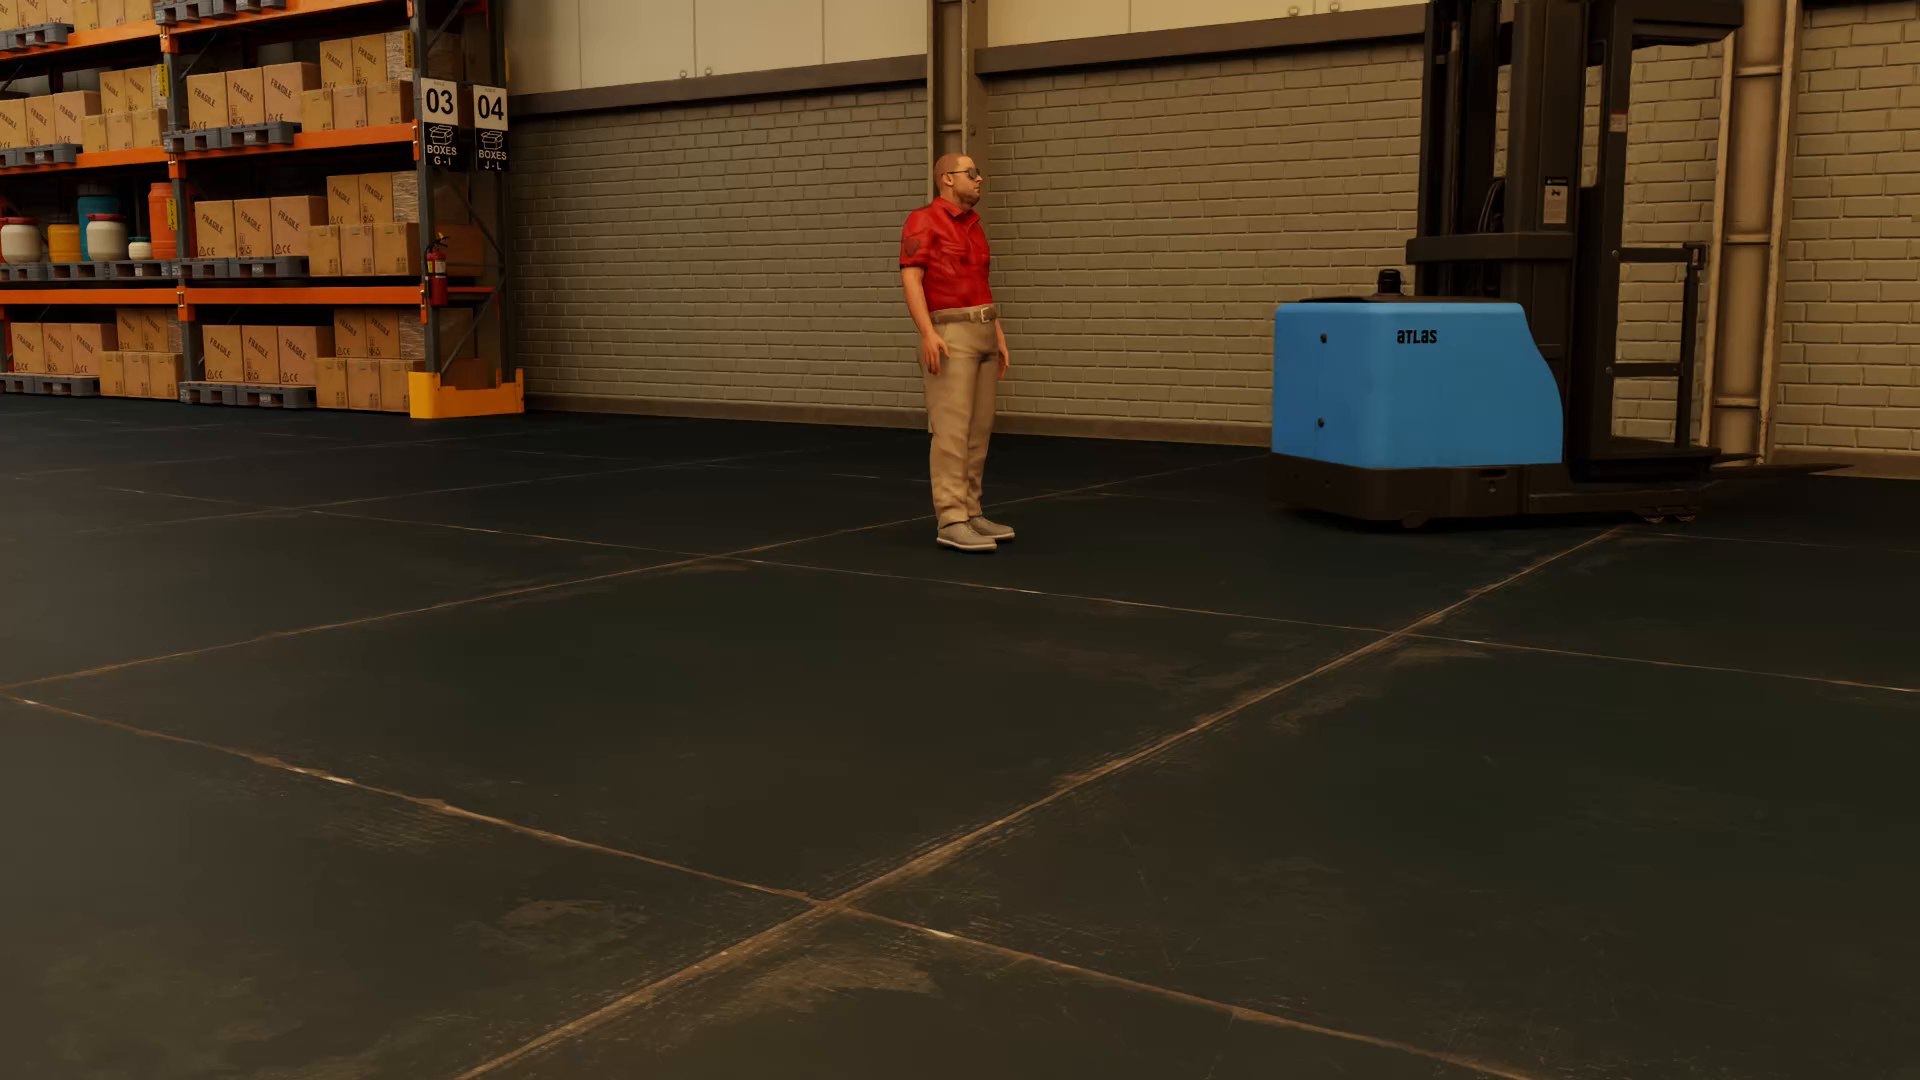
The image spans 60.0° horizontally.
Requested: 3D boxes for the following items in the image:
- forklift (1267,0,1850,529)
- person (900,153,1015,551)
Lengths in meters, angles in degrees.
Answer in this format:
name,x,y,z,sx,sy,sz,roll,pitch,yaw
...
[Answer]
name,x,y,z,sx,sy,sz,roll,pitch,yaw
forklift,3.165,-1.602,8.456,3.031,2.935,1.130,-3,9,-18
person,0.067,-0.854,7.421,0.551,1.727,0.640,5,10,34
